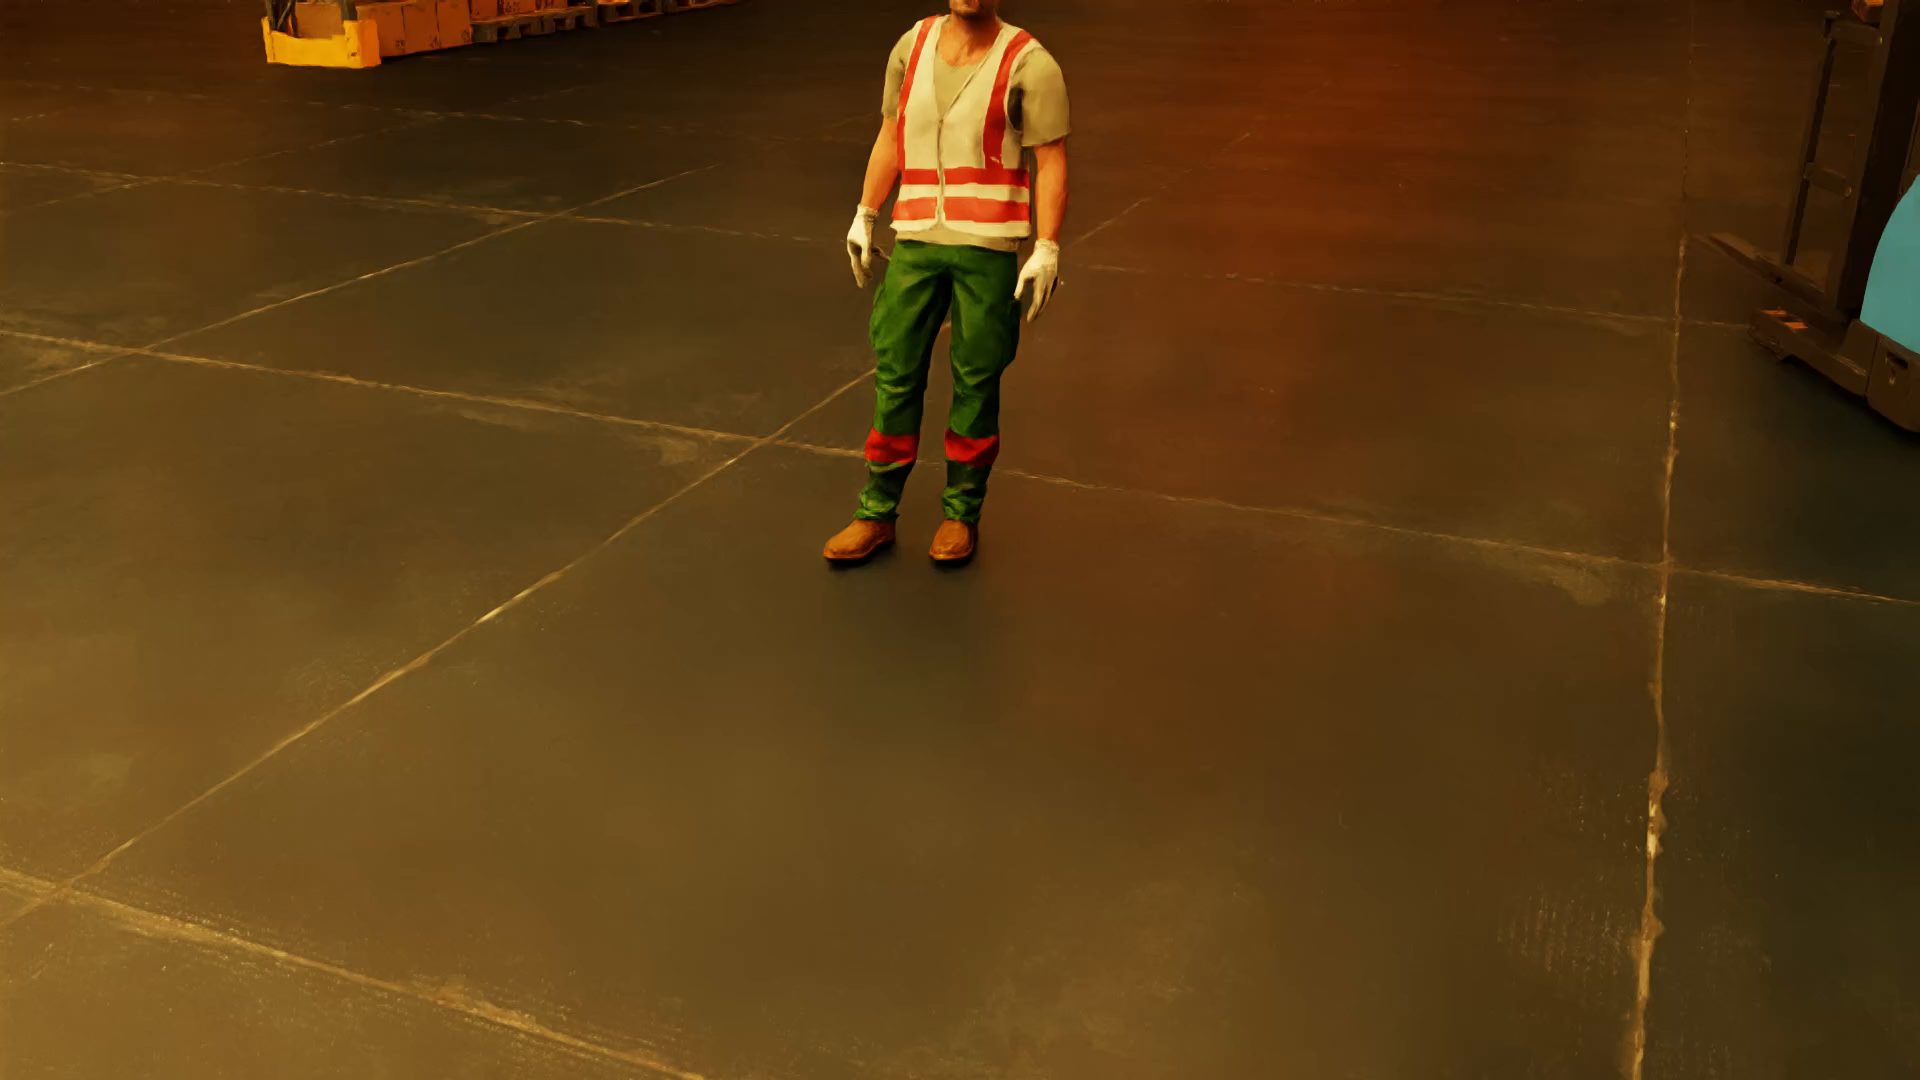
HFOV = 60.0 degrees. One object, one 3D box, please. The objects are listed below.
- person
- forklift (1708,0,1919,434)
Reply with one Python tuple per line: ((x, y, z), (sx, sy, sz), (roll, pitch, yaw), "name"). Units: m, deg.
((-0.041, -0.805, 4.681), (0.637, 1.787, 0.563), (9, 24, 21), "person")
((3.916, -2.059, 6.218), (1.130, 2.935, 3.031), (1, 23, 2), "forklift")
